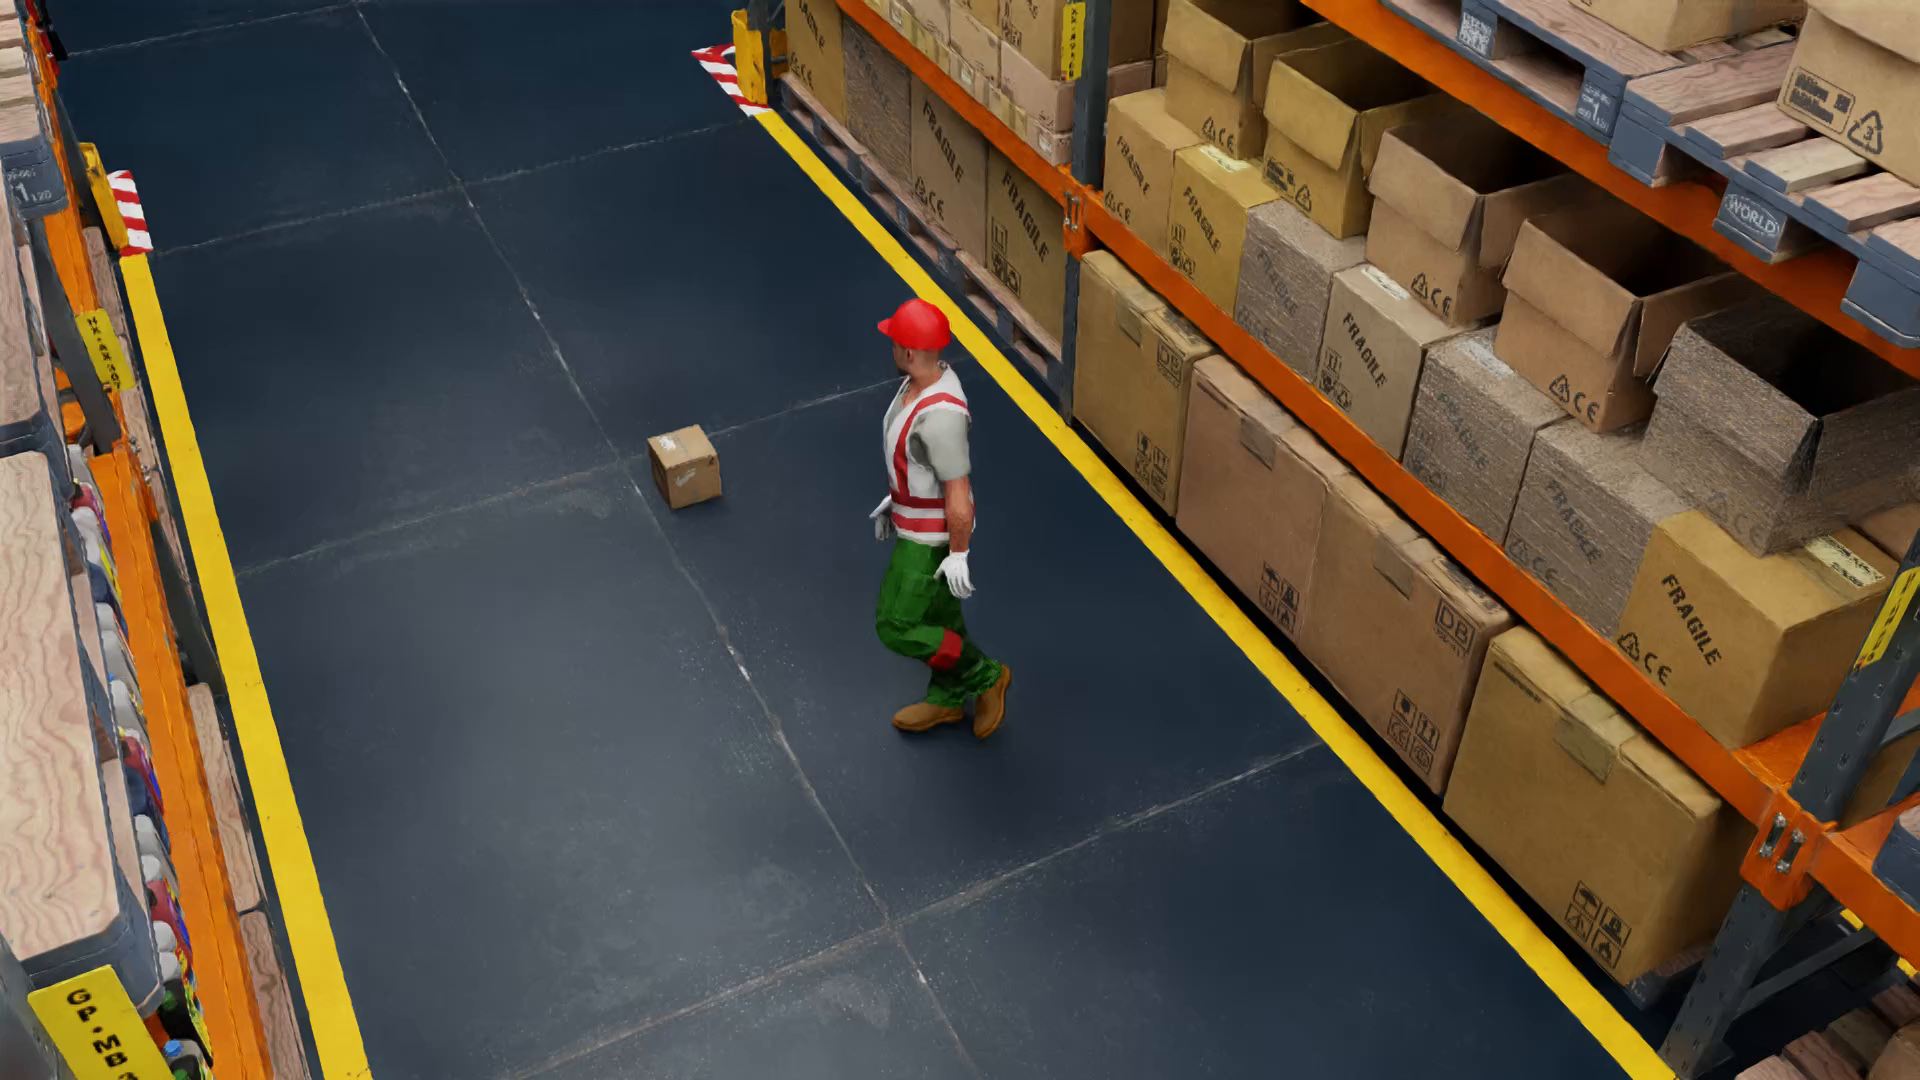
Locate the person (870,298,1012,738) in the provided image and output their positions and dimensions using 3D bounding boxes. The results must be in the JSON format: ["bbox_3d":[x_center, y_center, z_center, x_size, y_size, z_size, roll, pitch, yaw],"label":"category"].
[{"bbox_3d":[-0.089,-0.036,6.189,0.519,1.757,0.729,-6,41,-7],"label":"person"}]
